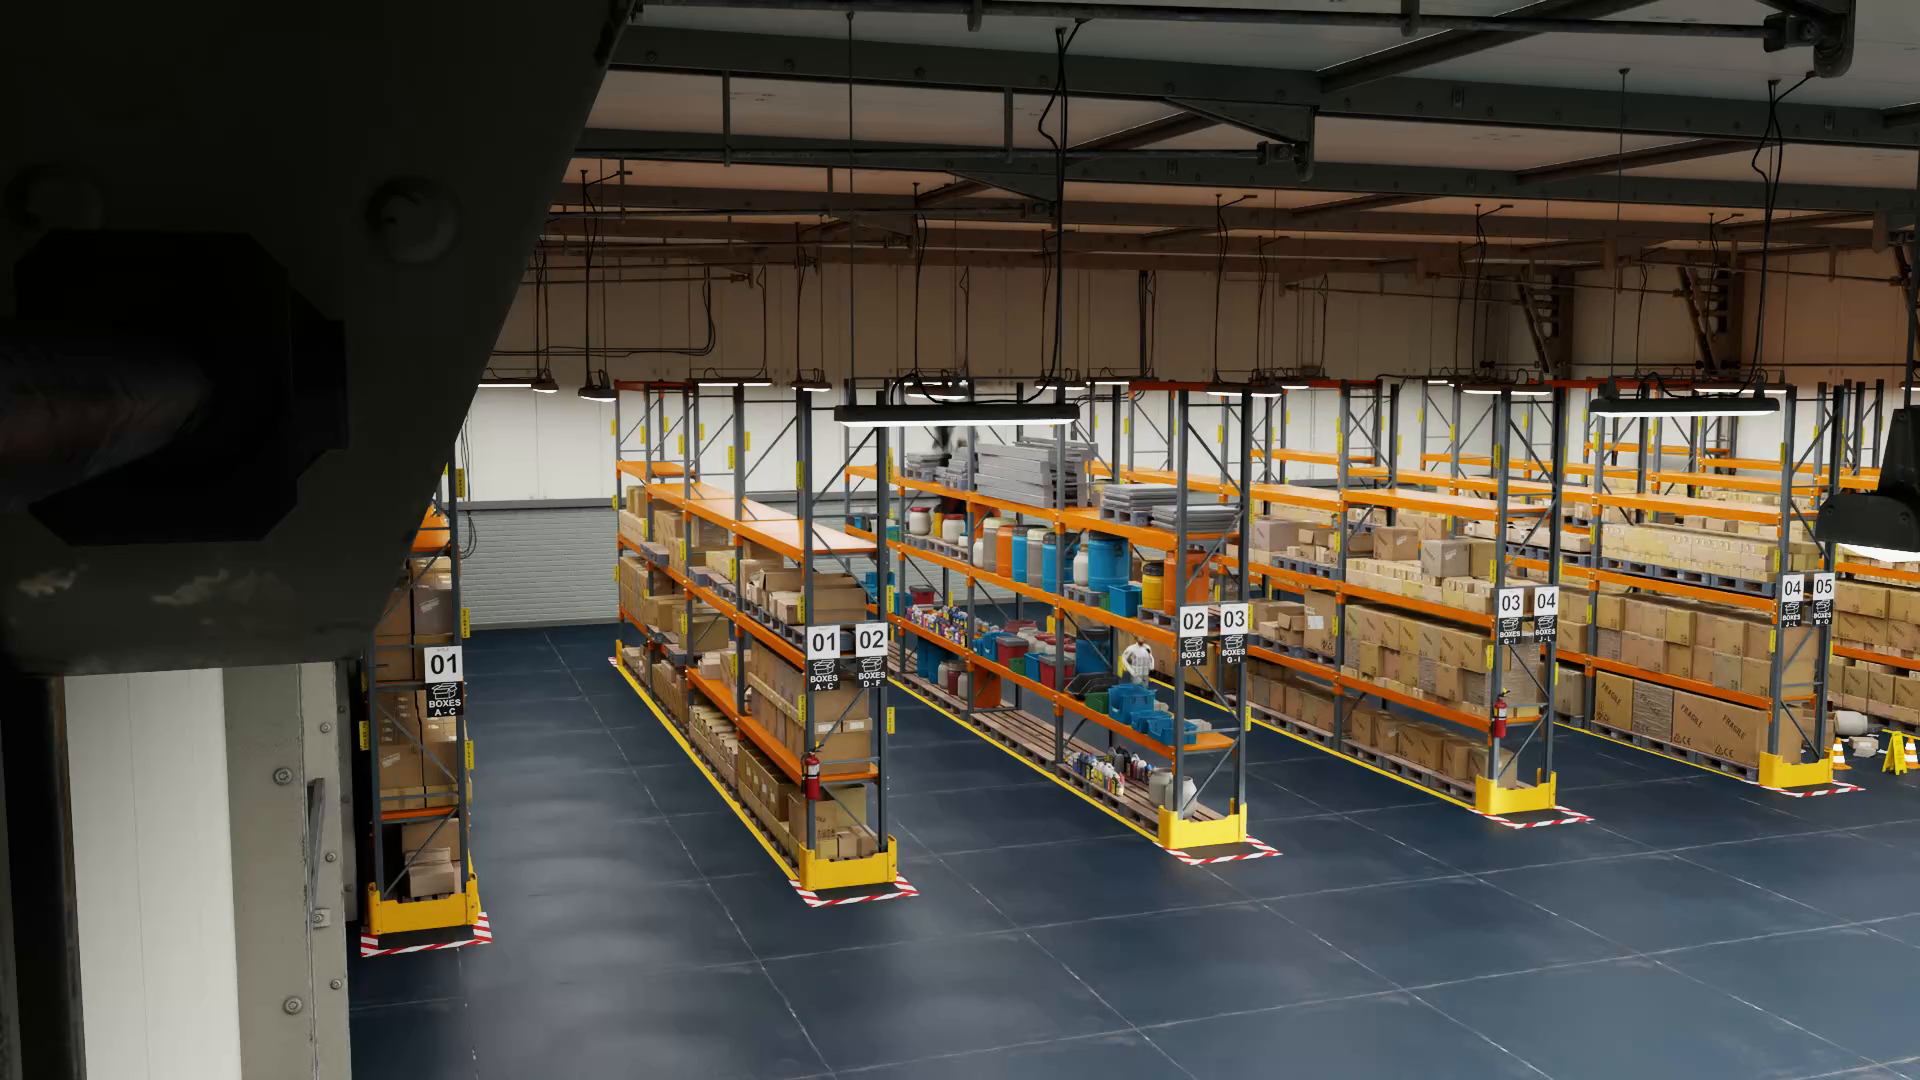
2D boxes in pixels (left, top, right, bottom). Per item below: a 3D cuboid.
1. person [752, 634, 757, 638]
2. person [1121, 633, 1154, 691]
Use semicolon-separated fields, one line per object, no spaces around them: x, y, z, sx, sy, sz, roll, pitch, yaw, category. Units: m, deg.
-3.987;1.922;33.519;0.669;1.814;1.188;-4;7;-31;person
3.149;2.395;29.387;0.624;1.692;0.728;-3;7;-26;person
